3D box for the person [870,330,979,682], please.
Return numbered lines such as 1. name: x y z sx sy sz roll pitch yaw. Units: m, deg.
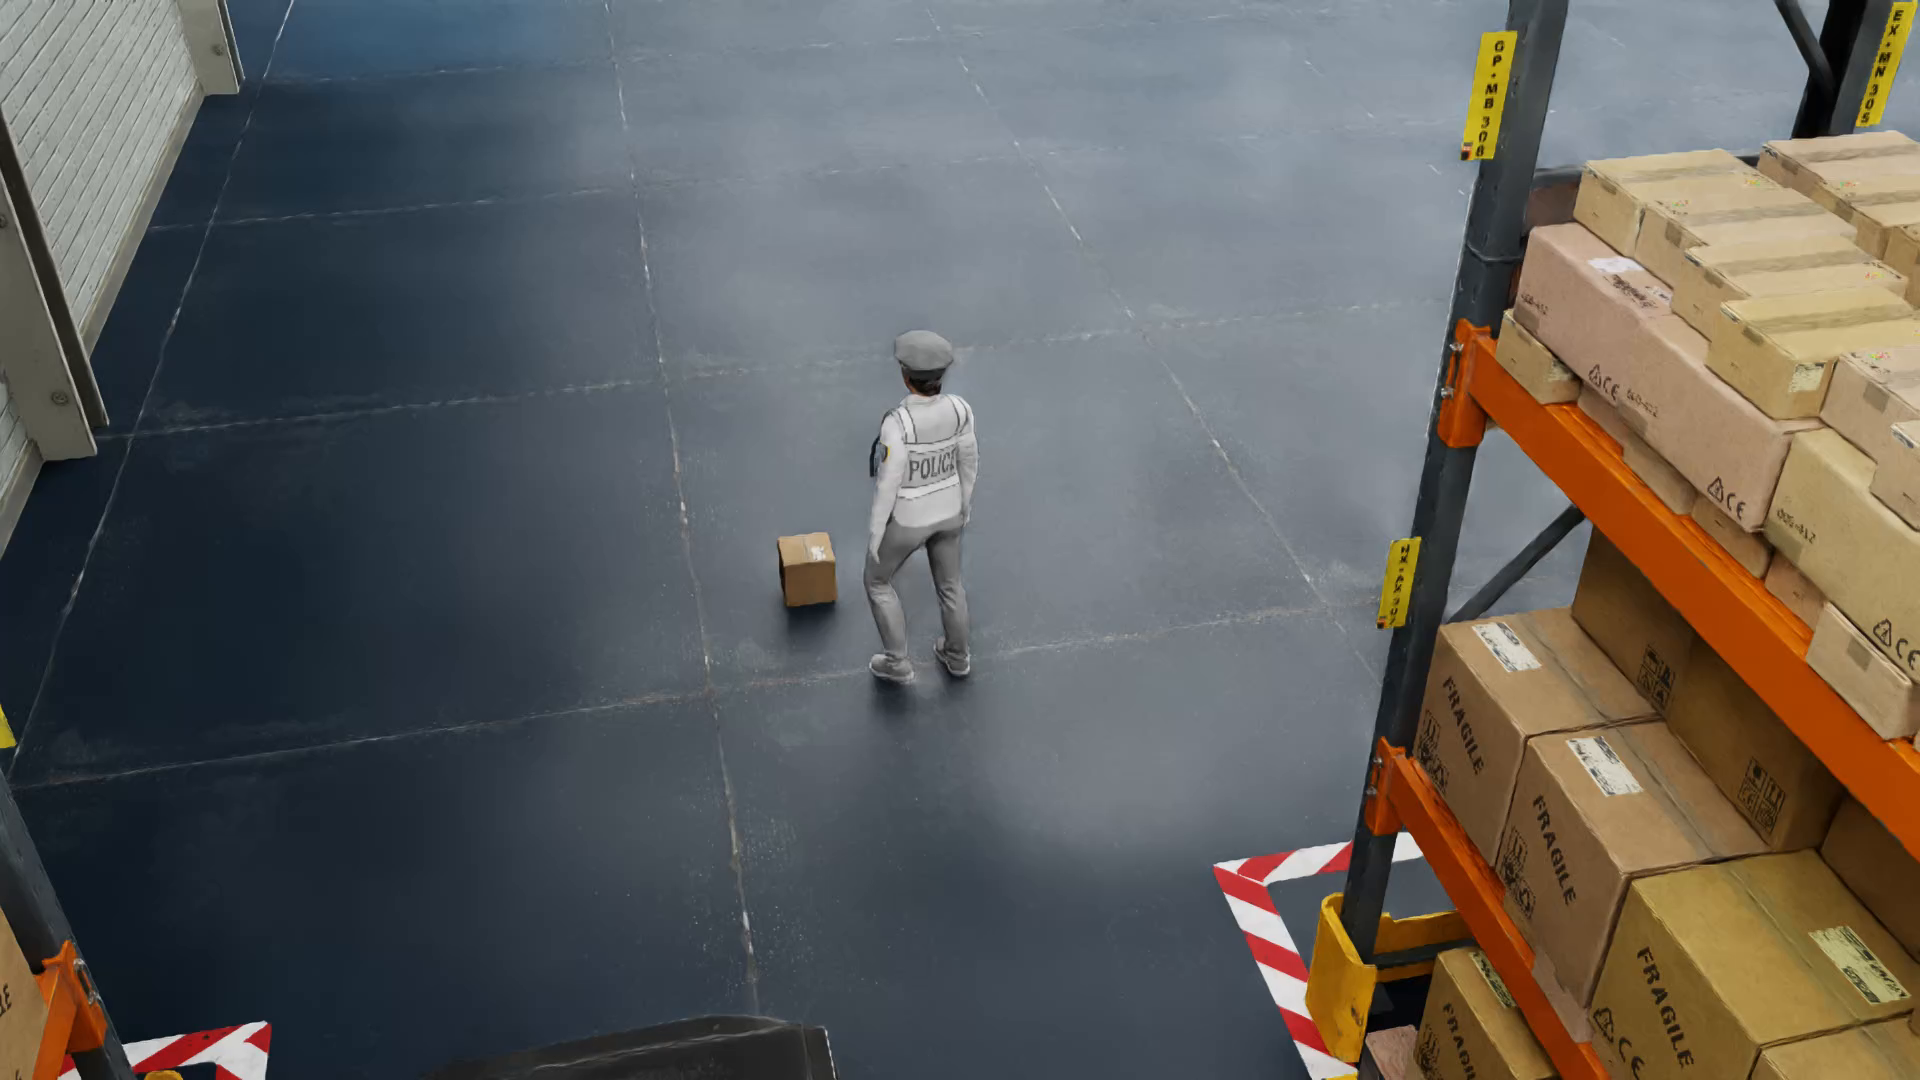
1. person: -0.163 -0.101 7.243 0.562 1.680 0.347 -22 40 -29
